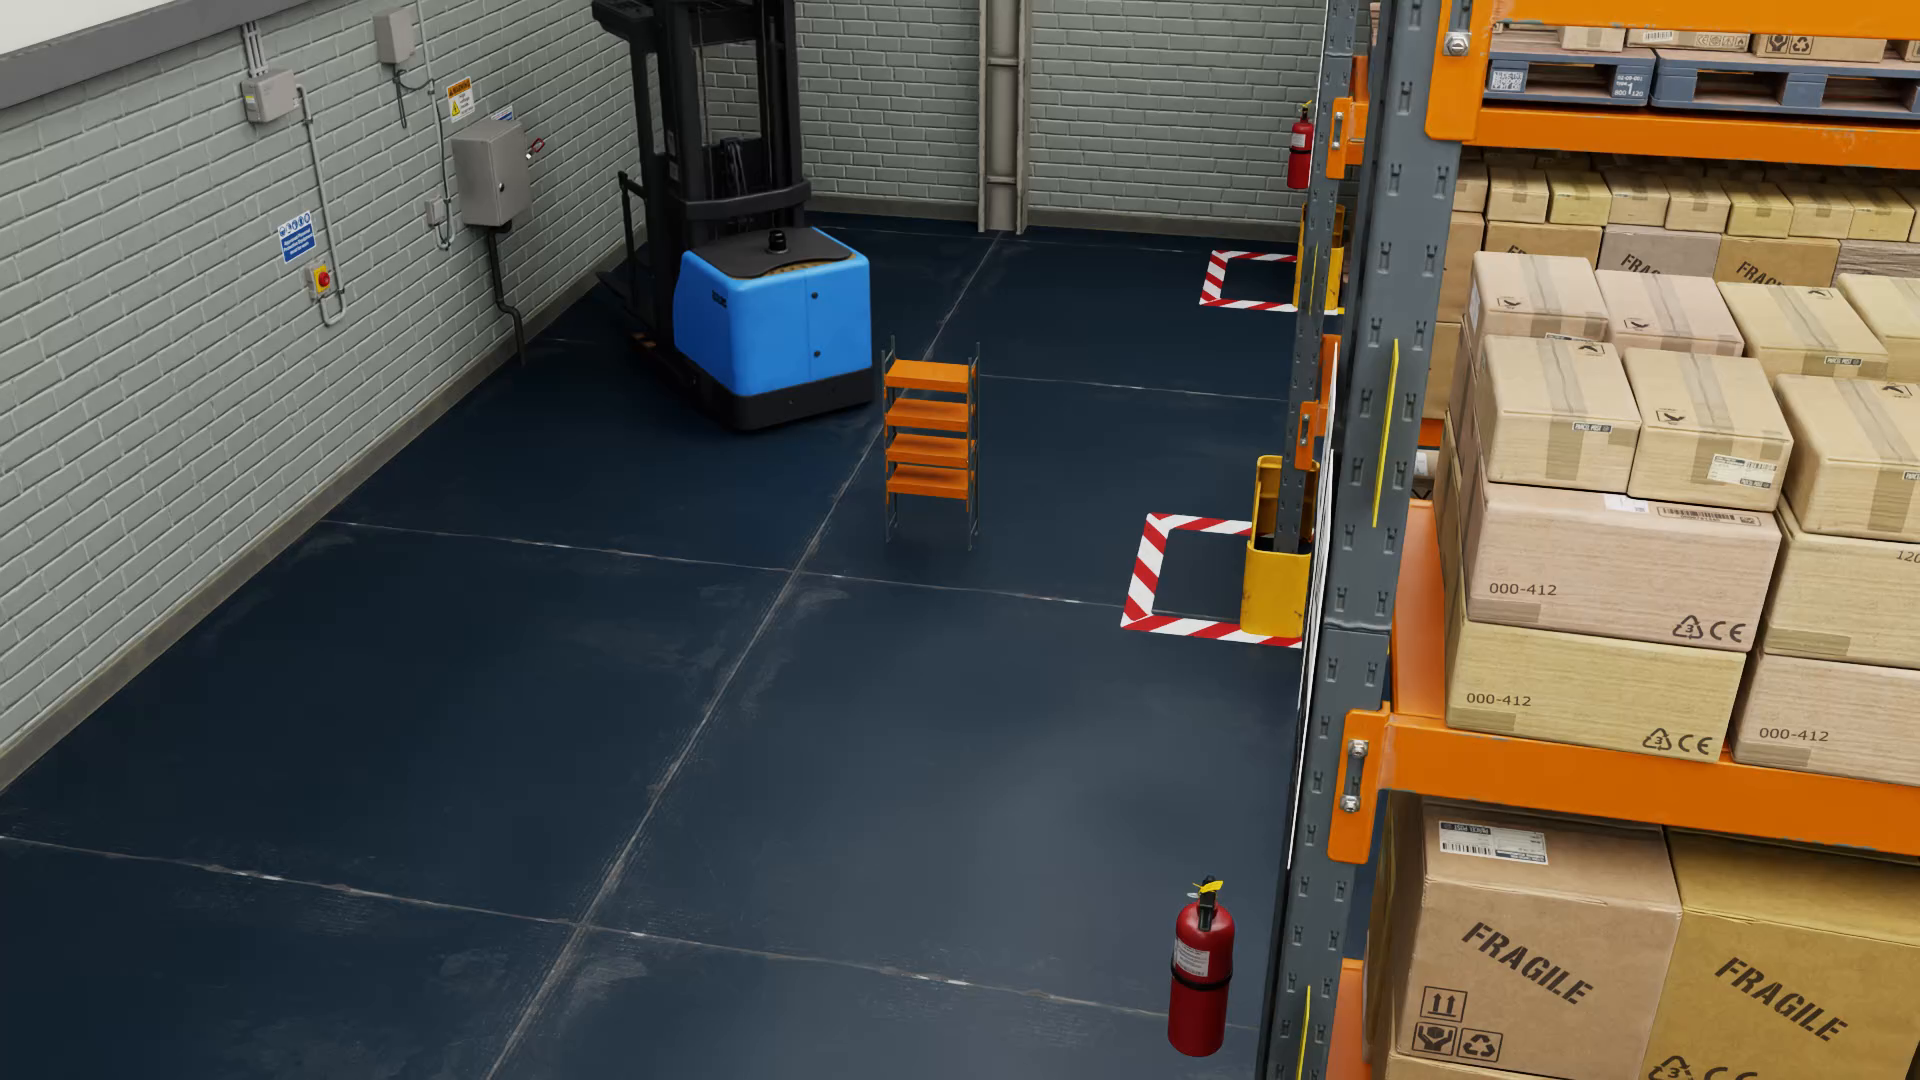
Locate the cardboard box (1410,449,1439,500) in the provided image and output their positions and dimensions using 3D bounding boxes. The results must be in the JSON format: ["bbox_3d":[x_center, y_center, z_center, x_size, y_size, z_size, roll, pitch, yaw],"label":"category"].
[{"bbox_3d":[2.464,-0.119,9.074,0.875,0.438,0.875,5,29,9],"label":"cardboard box"}]

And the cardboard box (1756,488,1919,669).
[{"bbox_3d":[1.749,0.006,3.127,0.500,0.250,0.500,6,29,10],"label":"cardboard box"}]

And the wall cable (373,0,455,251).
[{"bbox_3d":[-3.437,-2.745,10.582,0.122,1.984,0.588,6,29,11],"label":"wall cable"}]

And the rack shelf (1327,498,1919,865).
[{"bbox_3d":[2.819,0.458,3.416,4.000,0.370,1.077,6,29,11],"label":"rack shelf"}]

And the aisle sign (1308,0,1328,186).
[{"bbox_3d":[1.667,-2.089,7.735,0.004,0.787,0.394,6,29,11],"label":"aisle sign"}]

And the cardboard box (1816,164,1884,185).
[{"bbox_3d":[4.196,-1.701,7.913,0.250,0.149,0.380,6,29,10],"label":"cardboard box"}]

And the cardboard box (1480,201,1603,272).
[{"bbox_3d":[2.715,-1.329,7.909,0.500,0.500,0.500,5,29,9],"label":"cardboard box"}]

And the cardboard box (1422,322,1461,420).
[{"bbox_3d":[2.207,-0.938,8.236,0.500,0.500,0.500,6,29,10],"label":"cardboard box"}]

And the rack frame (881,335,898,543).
[{"bbox_3d":[-0.400,-0.567,9.537,0.015,1.200,0.240,6,29,11],"label":"rack frame"}]

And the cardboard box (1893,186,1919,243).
[{"bbox_3d":[4.361,-1.457,7.467,0.250,0.149,0.380,6,29,10],"label":"cardboard box"}]

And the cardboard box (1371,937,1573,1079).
[{"bbox_3d":[1.244,1.258,3.915,0.500,0.500,0.500,7,30,13],"label":"cardboard box"}]

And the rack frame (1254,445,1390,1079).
[{"bbox_3d":[0.863,1.257,4.330,0.127,3.000,1.000,6,29,11],"label":"rack frame"}]

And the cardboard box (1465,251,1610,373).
[{"bbox_3d":[1.250,-0.491,3.621,0.250,0.149,0.380,6,29,10],"label":"cardboard box"}]

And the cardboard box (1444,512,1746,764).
[{"bbox_3d":[1.249,0.172,3.344,0.500,0.250,0.500,7,29,12],"label":"cardboard box"}]

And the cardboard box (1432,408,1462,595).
[{"bbox_3d":[1.363,-0.071,3.789,0.500,0.250,0.500,5,29,9],"label":"cardboard box"}]

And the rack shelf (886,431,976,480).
[{"bbox_3d":[-0.162,-0.484,9.525,0.480,0.148,0.258,6,29,11],"label":"rack shelf"}]

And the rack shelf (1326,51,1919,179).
[{"bbox_3d":[3.754,-1.877,7.681,4.000,0.370,1.077,6,29,11],"label":"rack shelf"}]

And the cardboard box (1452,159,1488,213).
[{"bbox_3d":[2.359,-1.686,7.885,0.250,0.149,0.380,7,29,12],"label":"cardboard box"}]

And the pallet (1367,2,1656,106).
[{"bbox_3d":[2.526,-2.285,7.768,1.213,0.211,1.003,6,29,11],"label":"pallet"}]

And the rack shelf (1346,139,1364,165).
[{"bbox_3d":[4.787,-2.893,12.659,4.000,0.370,1.077,6,29,11],"label":"rack shelf"}]

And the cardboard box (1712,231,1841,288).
[{"bbox_3d":[3.708,-1.232,7.731,0.500,0.500,0.500,6,29,11],"label":"cardboard box"}]

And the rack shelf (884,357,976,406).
[{"bbox_3d":[-0.162,-0.888,9.304,0.480,0.148,0.258,6,29,11],"label":"rack shelf"}]

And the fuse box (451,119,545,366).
[{"bbox_3d":[-3.140,-2.039,11.692,0.414,1.711,0.539,6,29,11],"label":"fuse box"}]

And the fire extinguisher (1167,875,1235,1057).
[{"bbox_3d":[0.713,1.213,4.880,0.183,0.674,0.296,6,29,11],"label":"fire extinguisher"}]

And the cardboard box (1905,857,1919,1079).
[{"bbox_3d":[2.246,0.924,3.483,0.500,0.500,0.500,5,29,9],"label":"cardboard box"}]

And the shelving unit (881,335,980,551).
[{"bbox_3d":[-0.162,-0.543,9.492,0.503,1.200,0.258,6,29,11],"label":"shelving unit"}]

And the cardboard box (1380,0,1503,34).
[{"bbox_3d":[2.257,-2.553,7.780,0.500,0.250,0.500,3,29,6],"label":"cardboard box"}]

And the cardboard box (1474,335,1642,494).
[{"bbox_3d":[1.132,-0.247,3.175,0.250,0.149,0.380,6,29,10],"label":"cardboard box"}]

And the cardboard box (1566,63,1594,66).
[{"bbox_3d":[4.685,-3.480,12.049,0.500,0.500,0.500,7,29,12],"label":"cardboard box"}]

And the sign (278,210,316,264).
[{"bbox_3d":[-3.791,-1.734,9.512,0.001,0.218,0.327,6,29,11],"label":"sign"}]

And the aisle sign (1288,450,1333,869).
[{"bbox_3d":[0.729,0.251,3.462,0.004,0.787,0.394,6,29,11],"label":"aisle sign"}]

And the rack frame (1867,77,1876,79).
[{"bbox_3d":[6.743,-3.008,12.120,0.127,3.000,1.000,6,29,11],"label":"rack frame"}]

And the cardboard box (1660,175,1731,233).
[{"bbox_3d":[3.353,-1.542,7.622,0.250,0.149,0.380,6,29,11],"label":"cardboard box"}]

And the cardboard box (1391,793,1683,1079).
[{"bbox_3d":[1.247,0.814,3.684,0.500,0.500,0.500,6,29,10],"label":"cardboard box"}]

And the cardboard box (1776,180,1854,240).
[{"bbox_3d":[3.862,-1.500,7.546,0.250,0.149,0.380,6,29,11],"label":"cardboard box"}]

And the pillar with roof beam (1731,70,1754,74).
[{"bbox_3d":[5.351,-4.111,7.888,0.400,9.000,9.100,6,29,11],"label":"pillar with roof beam"}]

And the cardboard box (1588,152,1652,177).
[{"bbox_3d":[3.193,-1.798,8.090,0.250,0.149,0.380,6,29,10],"label":"cardboard box"}]

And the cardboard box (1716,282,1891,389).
[{"bbox_3d":[1.721,-0.395,3.445,0.250,0.149,0.380,5,29,9],"label":"cardboard box"}]

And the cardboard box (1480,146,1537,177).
[{"bbox_3d":[2.714,-1.902,8.280,0.250,0.149,0.380,6,29,10],"label":"cardboard box"}]

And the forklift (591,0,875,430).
[{"bbox_3d":[-1.790,-2.672,11.579,1.130,2.935,3.031,-17,33,-28],"label":"forklift"}]

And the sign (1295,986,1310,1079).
[{"bbox_3d":[0.750,1.132,3.656,0.005,0.325,0.100,6,29,11],"label":"sign"}]

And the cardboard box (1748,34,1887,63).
[{"bbox_3d":[3.738,-2.392,7.227,0.500,0.500,0.500,6,29,11],"label":"cardboard box"}]

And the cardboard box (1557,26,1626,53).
[{"bbox_3d":[2.814,-2.294,7.413,0.250,0.149,0.380,7,29,12],"label":"cardboard box"}]

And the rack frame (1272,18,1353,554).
[{"bbox_3d":[1.798,-1.077,8.594,0.127,3.000,1.000,6,29,11],"label":"rack frame"}]

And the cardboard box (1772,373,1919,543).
[{"bbox_3d":[1.628,-0.152,3.001,0.250,0.149,0.380,6,29,10],"label":"cardboard box"}]

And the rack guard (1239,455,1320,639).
[{"bbox_3d":[1.774,0.017,9.199,0.348,0.500,1.175,6,29,11],"label":"rack guard"}]

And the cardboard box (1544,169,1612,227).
[{"bbox_3d":[2.850,-1.588,7.706,0.250,0.149,0.380,5,29,9],"label":"cardboard box"}]

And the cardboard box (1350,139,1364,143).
[{"bbox_3d":[3.095,-3.137,12.618,0.250,0.149,0.380,6,29,10],"label":"cardboard box"}]

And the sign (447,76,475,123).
[{"bbox_3d":[-3.354,-2.961,11.175,0.001,0.242,0.339,6,29,11],"label":"sign"}]

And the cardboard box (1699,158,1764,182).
[{"bbox_3d":[3.703,-1.765,8.030,0.250,0.149,0.380,7,29,12],"label":"cardboard box"}]
